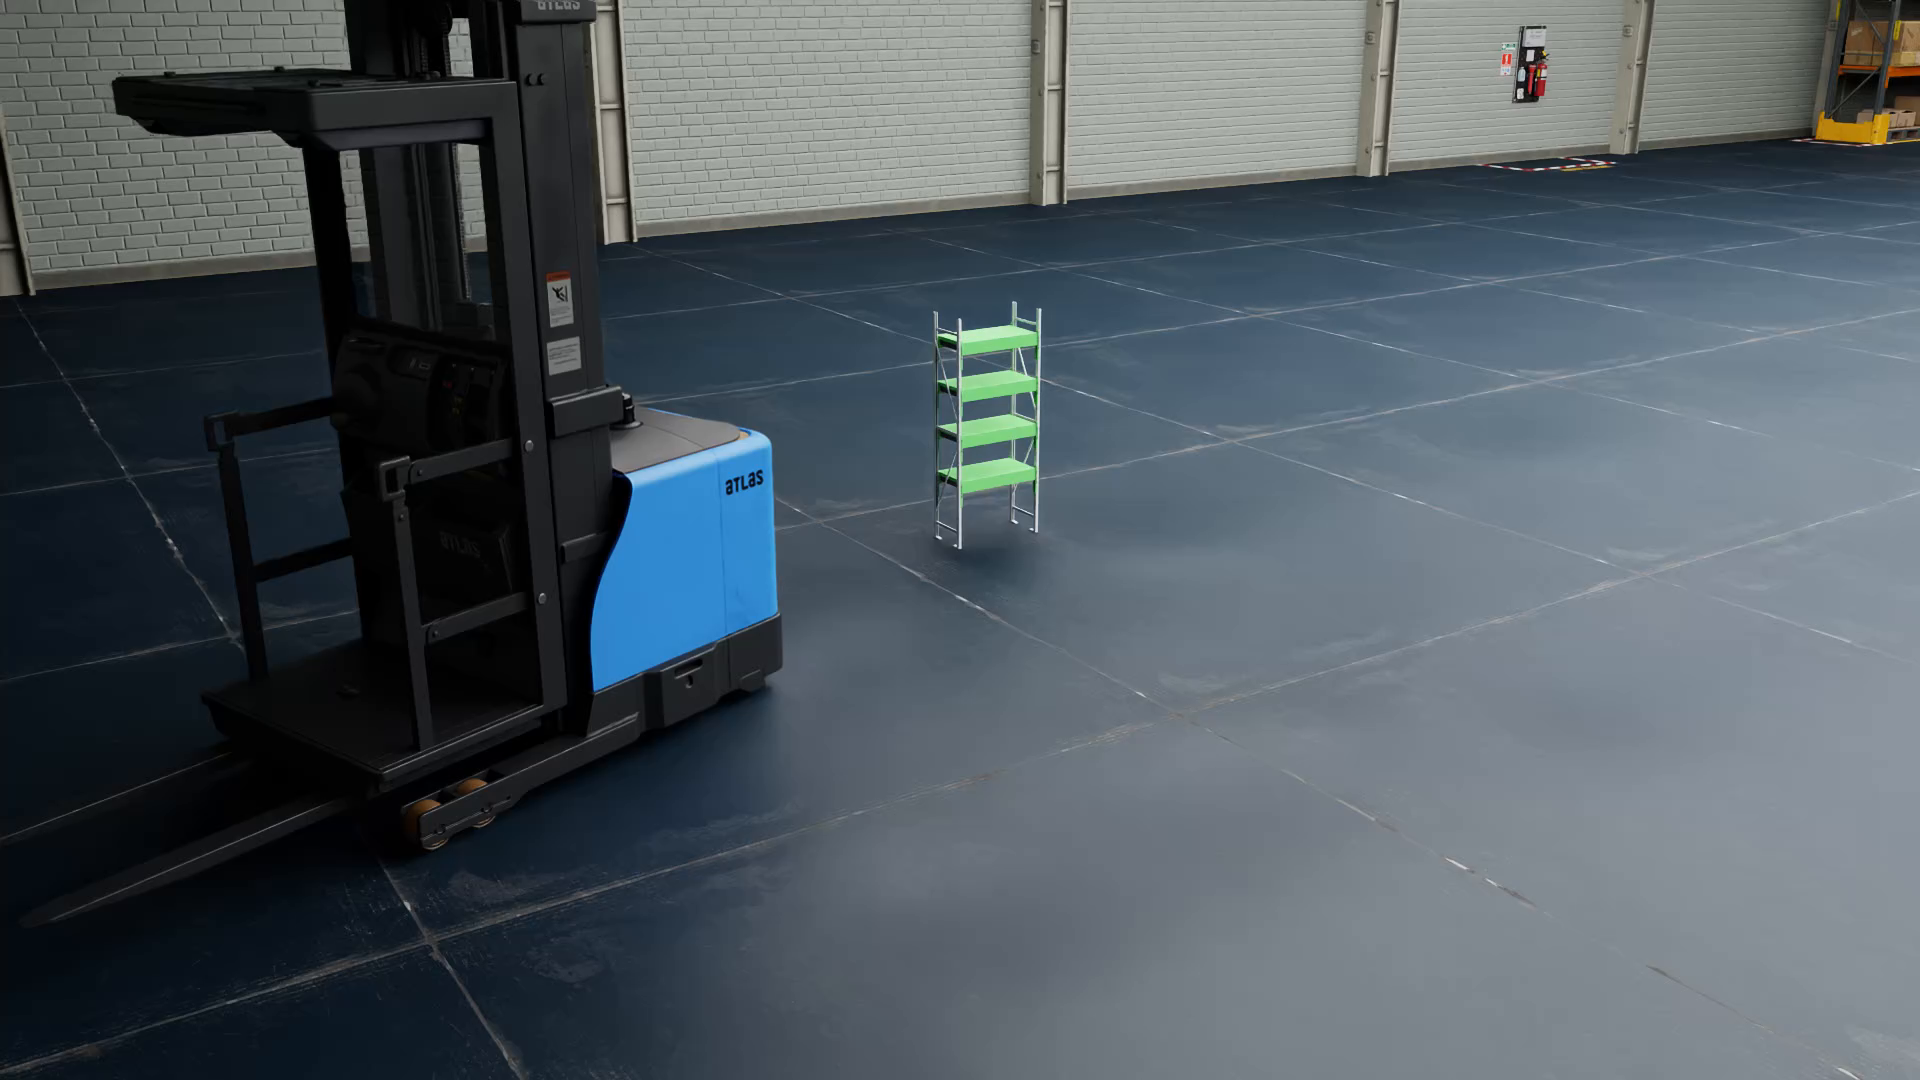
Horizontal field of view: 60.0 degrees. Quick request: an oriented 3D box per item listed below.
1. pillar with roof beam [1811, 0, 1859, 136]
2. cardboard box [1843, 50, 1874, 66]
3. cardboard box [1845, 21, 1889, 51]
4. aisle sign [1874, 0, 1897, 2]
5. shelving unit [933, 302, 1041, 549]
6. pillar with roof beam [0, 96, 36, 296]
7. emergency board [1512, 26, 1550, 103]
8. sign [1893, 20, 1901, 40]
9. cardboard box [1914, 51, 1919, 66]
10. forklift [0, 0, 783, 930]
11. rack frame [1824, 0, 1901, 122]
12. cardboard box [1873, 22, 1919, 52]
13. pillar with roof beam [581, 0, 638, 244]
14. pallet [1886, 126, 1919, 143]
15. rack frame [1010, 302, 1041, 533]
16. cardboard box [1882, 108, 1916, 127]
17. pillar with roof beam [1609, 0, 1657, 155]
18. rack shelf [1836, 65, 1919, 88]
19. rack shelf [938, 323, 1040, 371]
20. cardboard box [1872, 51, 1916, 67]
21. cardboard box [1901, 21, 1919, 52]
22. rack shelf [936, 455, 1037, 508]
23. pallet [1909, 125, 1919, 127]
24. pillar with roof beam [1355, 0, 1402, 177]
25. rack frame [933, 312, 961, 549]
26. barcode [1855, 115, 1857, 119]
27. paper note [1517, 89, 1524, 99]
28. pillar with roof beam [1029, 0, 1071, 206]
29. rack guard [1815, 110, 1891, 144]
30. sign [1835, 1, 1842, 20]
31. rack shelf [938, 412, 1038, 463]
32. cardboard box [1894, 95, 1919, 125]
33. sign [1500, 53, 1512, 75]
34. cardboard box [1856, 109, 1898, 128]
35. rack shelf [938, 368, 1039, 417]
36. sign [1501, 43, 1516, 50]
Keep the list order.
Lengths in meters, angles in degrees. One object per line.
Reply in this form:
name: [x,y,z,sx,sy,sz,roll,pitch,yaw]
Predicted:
pillar with roof beam: [18.551,-10.690,26.316,0.400,9.000,9.100,-12,22,-31]
cardboard box: [16.358,-8.718,30.051,0.500,0.250,0.500,-12,22,-31]
cardboard box: [16.351,-9.079,29.948,0.500,0.500,0.500,-12,22,-32]
aisle sign: [16.179,-9.784,28.942,0.004,0.787,0.394,-12,22,-31]
shelving unit: [0.138,-0.598,8.639,0.503,1.200,0.258,-12,22,-31]
pillar with roof beam: [-6.504,-5.406,10.685,0.400,9.000,9.100,-12,22,-31]
emergency board: [9.087,-7.518,26.299,0.643,1.169,0.194,-12,22,-31]
sign: [16.373,-8.910,29.066,0.005,0.325,0.100,-12,22,-31]
cardboard box: [17.082,-8.680,29.939,0.500,0.250,0.500,-13,22,-33]
forklift: [-2.029,-0.516,5.694,1.130,2.935,3.031,14,23,35]
rack frame: [16.074,-8.645,29.633,0.127,3.000,1.000,-12,22,-31]
cardboard box: [16.638,-8.943,29.545,0.500,0.500,0.500,-12,22,-31]
pillar with roof beam: [-1.493,-6.463,13.811,0.400,9.000,9.100,-12,22,-31]
pallet: [16.836,-7.471,30.515,1.213,0.211,1.003,-12,22,-31]
rack frame: [0.342,-0.641,8.766,0.015,1.200,0.240,-12,22,-31]
cardboard box: [17.178,-7.778,30.580,0.500,0.311,0.500,-10,21,-27]
pillar with roof beam: [13.540,-9.634,23.190,0.400,9.000,9.100,-12,22,-31]
rack shelf: [17.745,-8.657,30.791,4.000,0.370,1.077,-12,22,-31]
rack shelf: [0.138,-0.992,8.506,0.480,0.148,0.258,-12,22,-31]
cardboard box: [16.657,-8.585,29.657,0.500,0.250,0.500,-13,22,-33]
cardboard box: [17.057,-9.027,29.795,0.500,0.500,0.500,-12,22,-31]
rack shelf: [0.138,-0.310,8.736,0.480,0.148,0.258,-12,22,-31]
pallet: [17.854,-7.685,31.147,1.213,0.211,1.003,-12,22,-31]
pillar with roof beam: [8.529,-8.577,20.064,0.400,9.000,9.100,-12,22,-31]
rack frame: [-0.066,-0.555,8.512,0.015,1.200,0.240,-12,22,-31]
barcode: [16.497,-7.792,30.607,0.075,0.075,0.001,-12,22,-31]
paper note: [8.902,-7.088,26.403,0.142,0.148,0.016,-12,22,-31]
pillar with roof beam: [3.518,-7.520,16.937,0.400,9.000,9.100,-12,22,-31]
rack guard: [16.138,-7.475,30.073,0.348,0.500,1.175,-12,22,-31]
sign: [15.786,-9.496,29.847,0.005,0.325,0.100,-12,22,-31]
rack shelf: [0.138,-0.537,8.659,0.480,0.148,0.258,-12,22,-31]
cardboard box: [17.818,-7.984,30.892,0.500,0.500,0.700,-14,23,-35]
sign: [8.569,-7.465,26.087,0.234,0.329,0.001,-12,22,-31]
cardboard box: [16.702,-7.678,30.283,0.500,0.311,0.500,-15,24,-37]
rack shelf: [0.138,-0.764,8.582,0.480,0.148,0.258,-12,22,-31]
sign: [8.578,-7.715,25.997,0.331,0.109,0.001,-12,22,-31]
